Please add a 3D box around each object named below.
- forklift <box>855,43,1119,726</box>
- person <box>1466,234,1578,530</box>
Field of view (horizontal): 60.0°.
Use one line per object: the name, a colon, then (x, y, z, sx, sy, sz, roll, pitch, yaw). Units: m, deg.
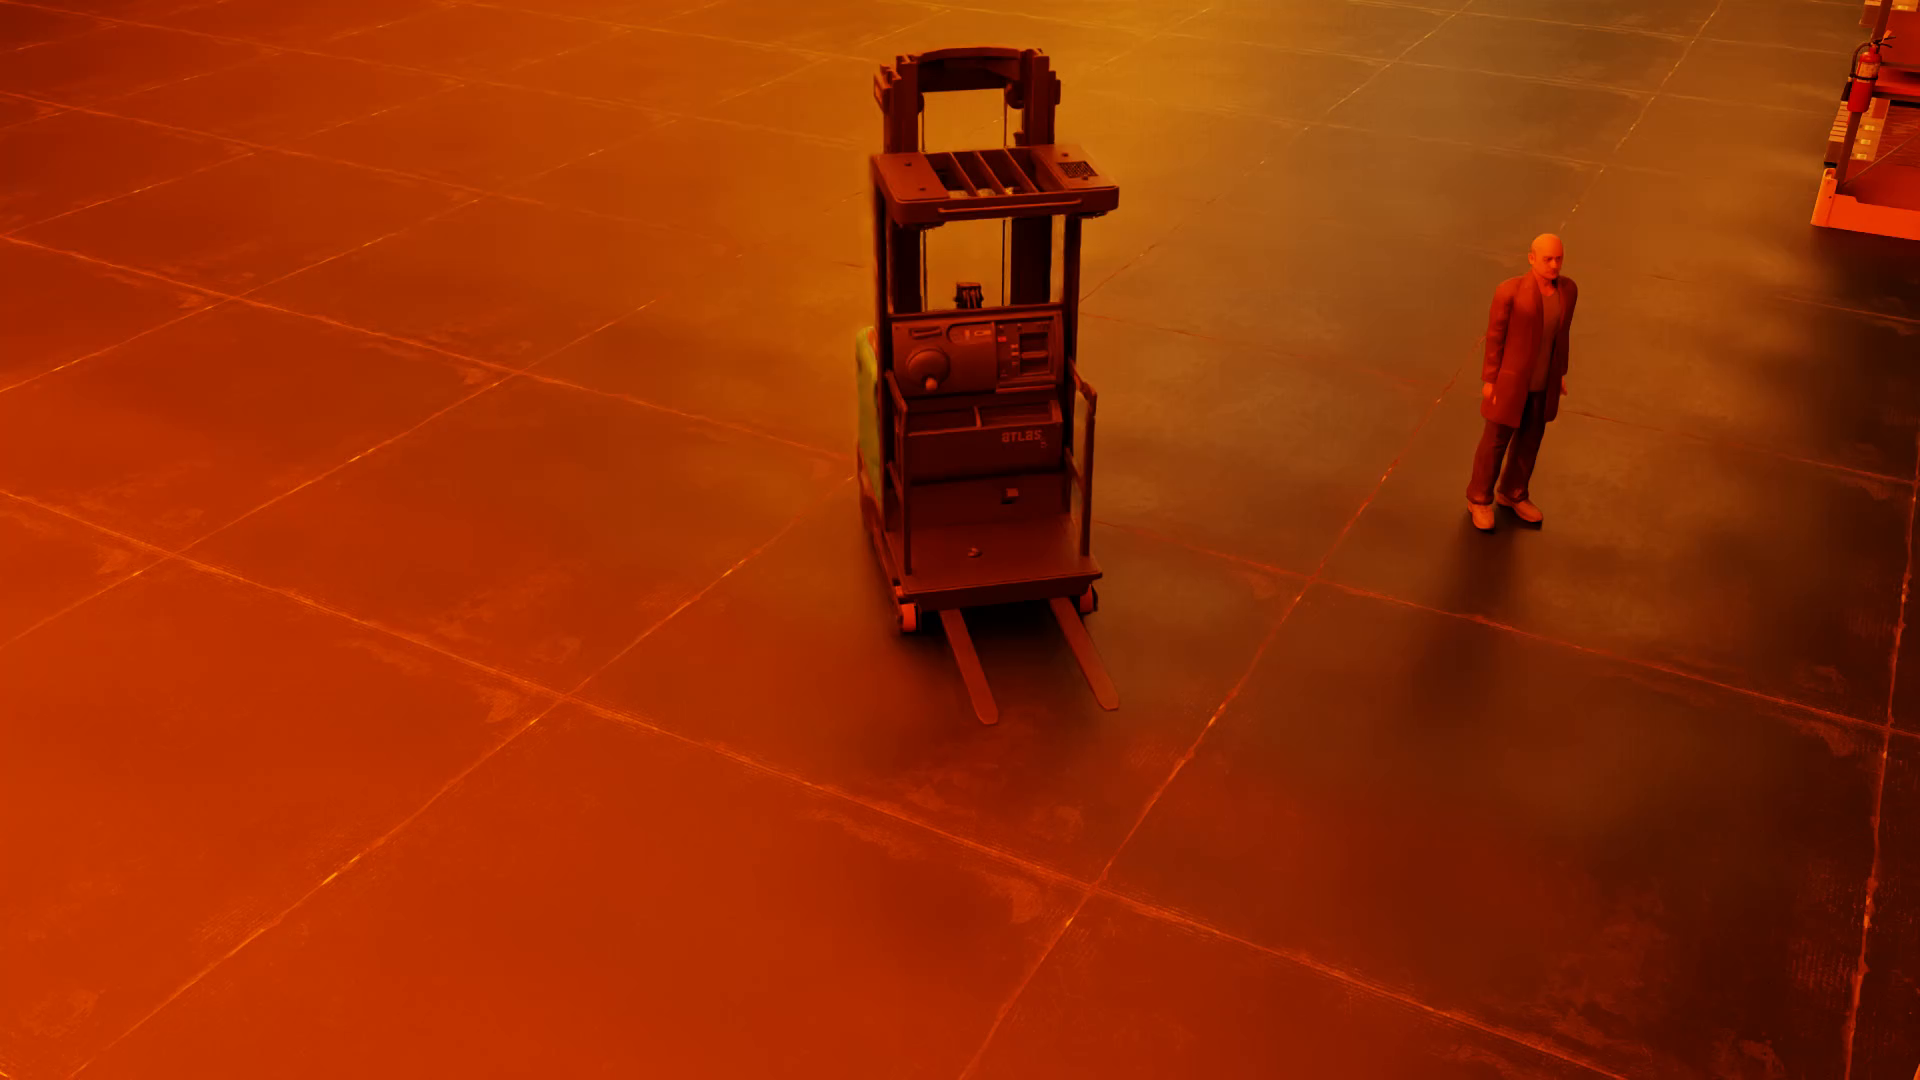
forklift: (0.146, -0.960, 8.735, 1.130, 2.935, 3.031, -6, 30, -10)
person: (3.365, -0.932, 9.835, 0.547, 1.782, 0.389, -8, 31, -13)
